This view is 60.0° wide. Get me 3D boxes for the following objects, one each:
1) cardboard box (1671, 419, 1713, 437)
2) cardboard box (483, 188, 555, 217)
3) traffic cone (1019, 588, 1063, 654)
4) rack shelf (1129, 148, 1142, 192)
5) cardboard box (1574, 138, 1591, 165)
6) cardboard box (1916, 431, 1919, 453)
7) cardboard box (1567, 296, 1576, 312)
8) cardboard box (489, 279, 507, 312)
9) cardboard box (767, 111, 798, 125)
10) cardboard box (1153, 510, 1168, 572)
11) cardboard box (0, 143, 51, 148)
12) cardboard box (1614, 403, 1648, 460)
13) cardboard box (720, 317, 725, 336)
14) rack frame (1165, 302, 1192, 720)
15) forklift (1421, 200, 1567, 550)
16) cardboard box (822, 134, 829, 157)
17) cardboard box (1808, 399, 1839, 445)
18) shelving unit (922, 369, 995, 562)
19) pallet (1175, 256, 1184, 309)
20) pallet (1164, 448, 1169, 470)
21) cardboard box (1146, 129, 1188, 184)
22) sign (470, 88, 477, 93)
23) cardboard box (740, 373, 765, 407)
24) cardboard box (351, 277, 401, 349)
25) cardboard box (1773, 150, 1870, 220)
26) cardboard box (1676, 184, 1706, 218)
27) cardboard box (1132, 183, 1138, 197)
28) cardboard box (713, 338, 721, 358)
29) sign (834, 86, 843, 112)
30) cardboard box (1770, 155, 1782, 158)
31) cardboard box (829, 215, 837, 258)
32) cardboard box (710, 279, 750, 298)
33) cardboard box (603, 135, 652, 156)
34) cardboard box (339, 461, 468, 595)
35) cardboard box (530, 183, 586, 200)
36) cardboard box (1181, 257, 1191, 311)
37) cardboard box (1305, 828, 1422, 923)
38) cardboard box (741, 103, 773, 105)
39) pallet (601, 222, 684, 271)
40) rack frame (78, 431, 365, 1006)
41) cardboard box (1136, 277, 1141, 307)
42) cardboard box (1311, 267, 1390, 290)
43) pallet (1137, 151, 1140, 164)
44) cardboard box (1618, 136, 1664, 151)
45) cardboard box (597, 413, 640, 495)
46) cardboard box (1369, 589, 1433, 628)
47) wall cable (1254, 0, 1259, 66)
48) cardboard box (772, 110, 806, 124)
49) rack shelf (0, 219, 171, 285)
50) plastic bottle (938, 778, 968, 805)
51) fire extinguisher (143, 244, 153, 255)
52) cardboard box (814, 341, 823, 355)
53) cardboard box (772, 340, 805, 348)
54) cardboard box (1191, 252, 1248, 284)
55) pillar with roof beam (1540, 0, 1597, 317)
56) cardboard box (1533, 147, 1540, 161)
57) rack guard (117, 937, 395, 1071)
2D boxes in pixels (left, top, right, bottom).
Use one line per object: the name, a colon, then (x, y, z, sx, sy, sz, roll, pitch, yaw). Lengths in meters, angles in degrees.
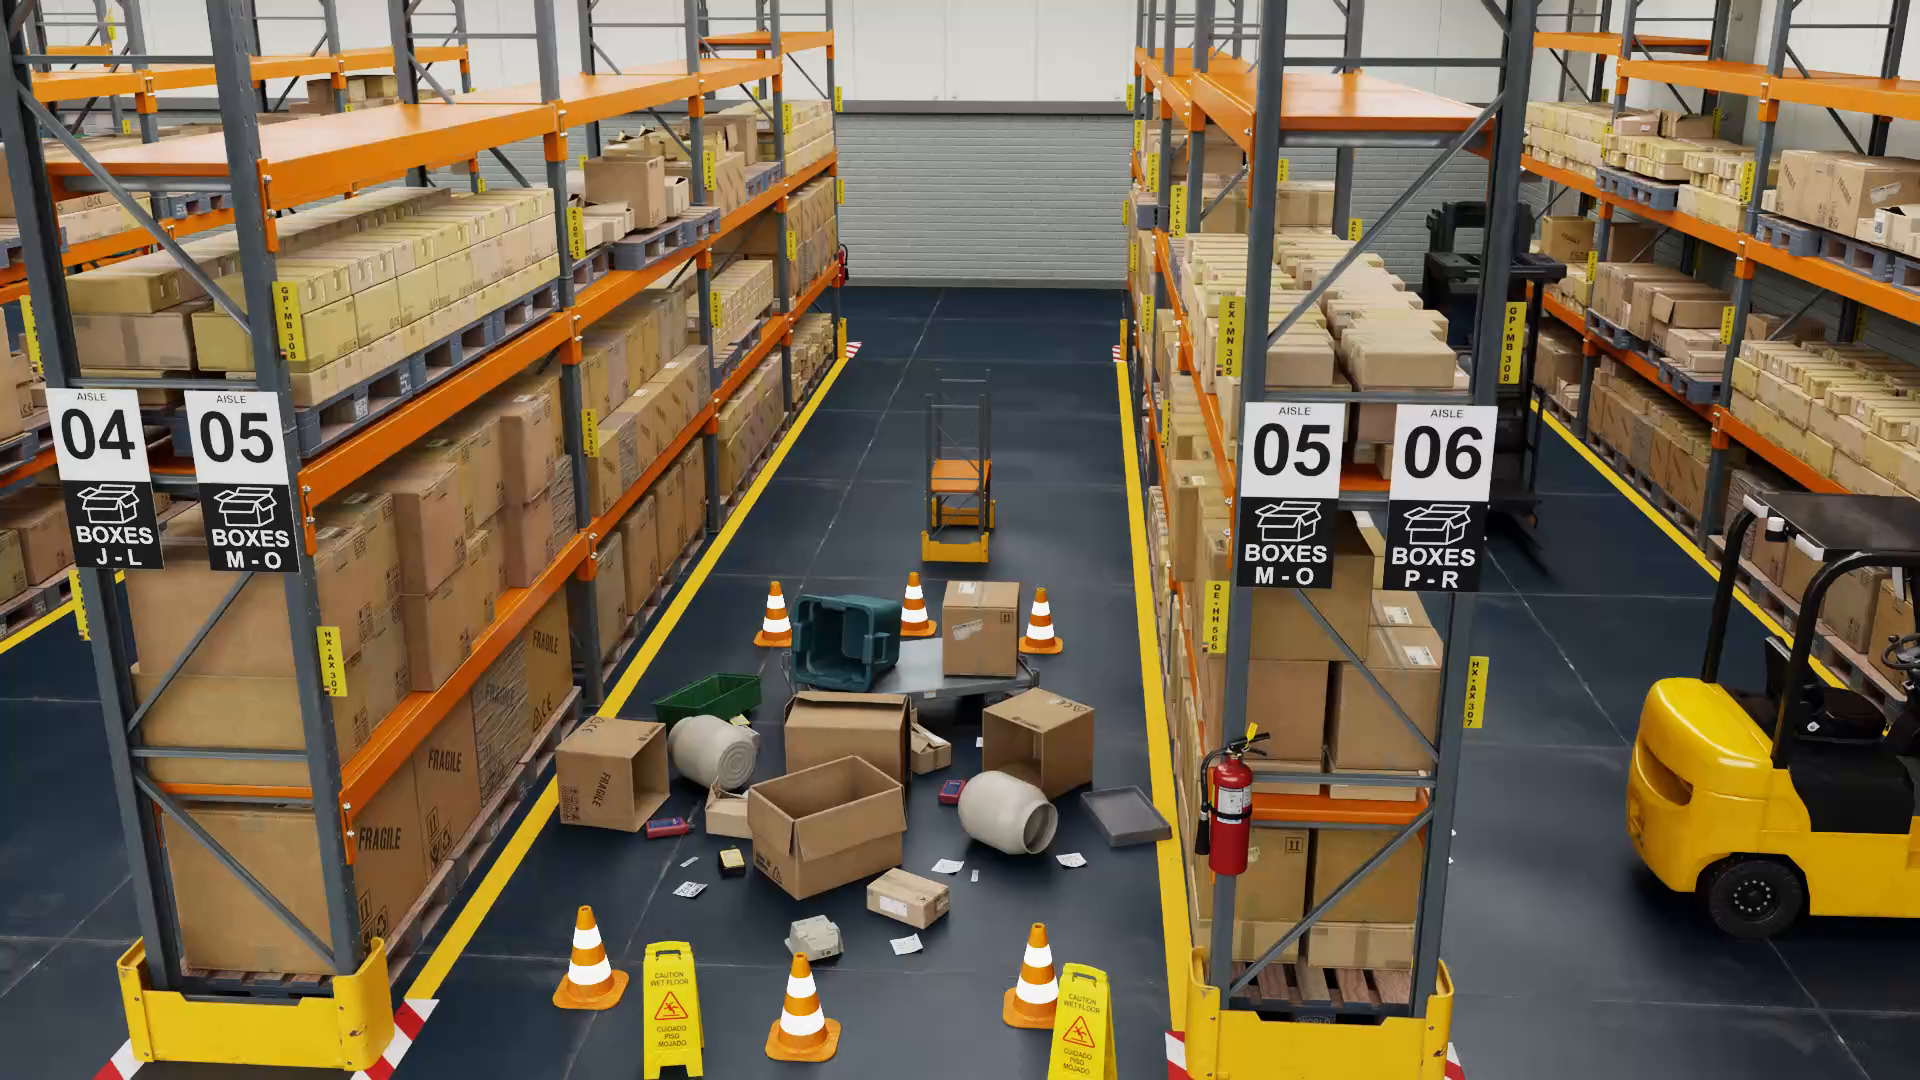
cardboard box: (7.062, -1.054, 15.947, 0.380, 0.149, 0.250, 2, 18, 6)
cardboard box: (-2.727, -2.085, 10.268, 0.380, 0.149, 0.250, 1, 18, 3)
traffic cone: (0.618, 0.594, 12.693, 0.336, 0.463, 0.334, 1, 18, 4)
rack shelf: (2.643, -4.384, 20.151, 1.077, 0.370, 4.000, 1, 18, 4)
cardboard box: (7.262, -4.383, 18.753, 0.500, 0.250, 0.500, 1, 18, 2)
cardboard box: (6.680, -0.633, 11.161, 0.380, 0.149, 0.250, 1, 18, 3)
cardboard box: (7.213, -2.718, 19.131, 0.380, 0.149, 0.250, 2, 18, 5)
cardboard box: (-2.799, -1.392, 9.431, 0.380, 0.149, 0.250, 2, 18, 5)
cardboard box: (-2.106, -4.948, 19.515, 0.380, 0.149, 0.250, 1, 18, 2)
cardboard box: (2.117, 0.017, 13.928, 0.950, 0.372, 0.625, 1, 18, 3)
cardboard box: (-8.002, -3.071, 14.025, 0.500, 0.500, 0.500, 1, 18, 4)
cardboard box: (7.123, -1.116, 17.178, 0.500, 0.500, 0.500, 1, 18, 2)
cardboard box: (-2.464, -2.051, 15.943, 0.380, 0.149, 0.250, 1, 18, 2)
rack frame: (1.926, -0.195, 11.028, 1.000, 3.000, 0.127, 1, 18, 4)
forklift: (4.819, -1.578, 15.359, 1.130, 2.935, 3.031, 1, 18, 3)
cardboard box: (-1.957, -5.049, 21.266, 0.500, 0.250, 0.500, 1, 18, 4)
cardboard box: (6.784, -0.885, 12.571, 0.500, 0.250, 0.500, 2, 18, 5)
shelving unit: (-0.005, -0.689, 14.944, 0.587, 1.500, 1.083, 1, 18, 4)
pallet: (2.076, -1.720, 11.168, 1.213, 0.211, 1.003, 1, 18, 4)
pallet: (2.111, -0.730, 12.970, 1.003, 0.211, 1.213, 1, 18, 4)
cardboard box: (2.050, -3.664, 15.961, 0.500, 0.500, 0.500, 1, 18, 4)
sign: (-6.558, -5.935, 22.434, 0.100, 0.325, 0.005, 1, 18, 4)
cardboard box: (-2.320, -1.566, 17.347, 0.500, 0.250, 0.500, 0, 18, 1)
cardboard box: (-2.980, -1.076, 7.828, 0.500, 0.250, 0.500, 1, 18, 3)
cardboard box: (6.869, -2.828, 13.251, 0.500, 0.500, 0.500, 1, 18, 4)
cardboard box: (7.029, -3.158, 15.494, 0.500, 0.250, 0.500, 1, 18, 4)
cardboard box: (2.404, -4.488, 21.320, 0.380, 0.149, 0.250, 2, 18, 6)
cardboard box: (-2.479, -1.814, 15.699, 0.380, 0.149, 0.250, 2, 18, 7)
sign: (-1.606, -5.829, 21.981, 0.100, 0.325, 0.005, 1, 18, 4)
cardboard box: (7.530, -3.438, 15.230, 0.380, 0.149, 0.250, 1, 18, 4)
cardboard box: (-1.934, -4.045, 22.138, 0.500, 0.500, 0.500, 2, 18, 5)
cardboard box: (-2.374, -2.588, 17.104, 0.380, 0.149, 0.250, 0, 18, 1)
cardboard box: (-2.962, -3.485, 14.860, 0.396, 0.266, 0.258, 1, 18, 4)
cardboard box: (-3.117, -0.074, 8.684, 0.875, 0.550, 0.550, 1, 18, 4)
cardboard box: (-3.076, -2.612, 12.894, 0.500, 0.311, 0.500, 1, 18, 3)
cardboard box: (1.621, -1.560, 10.139, 0.500, 0.250, 0.500, 1, 18, 3)
cardboard box: (1.974, 1.546, 8.251, 0.500, 0.500, 0.500, 1, 18, 2)
cardboard box: (-2.556, -5.450, 21.045, 0.380, 0.149, 0.250, 2, 18, 5)
pallet: (-2.803, -2.304, 12.949, 1.003, 0.211, 1.213, 2, 18, 6)
rack frame: (-3.306, 0.968, 7.478, 1.000, 3.000, 0.127, 1, 18, 4)
cardboard box: (2.186, -2.716, 18.158, 0.500, 0.250, 0.500, 1, 18, 2)
cardboard box: (2.095, -1.372, 8.926, 0.380, 0.149, 0.250, 1, 18, 5)
pallet: (2.658, -4.695, 20.085, 1.003, 0.211, 1.213, 1, 18, 4)
cardboard box: (7.043, -4.097, 17.210, 0.380, 0.149, 0.250, 2, 18, 5)
cardboard box: (-2.677, -0.636, 12.212, 0.500, 0.500, 0.500, 1, 18, 4)
cardboard box: (1.983, 0.557, 8.096, 0.500, 0.500, 0.500, 2, 18, 6)
wall cable: (3.663, -8.528, 26.825, 2.355, 3.000, 0.029, 1, 18, 4)
cardboard box: (-2.041, -5.032, 19.770, 0.380, 0.149, 0.250, 2, 18, 7)
rack shelf: (-7.815, -2.121, 13.243, 1.077, 0.370, 4.000, 1, 18, 4)
plastic bottle: (-0.037, 1.560, 10.390, 0.133, 0.061, 0.283, 4, 19, 13)
fire extinguisher: (-11.575, -4.076, 23.596, 0.296, 0.674, 0.183, 1, 18, 4)
cardboard box: (-1.972, -2.494, 21.471, 0.380, 0.149, 0.250, 2, 18, 5)
cardboard box: (-2.133, -2.398, 20.699, 0.380, 0.149, 0.250, 1, 18, 2)
cardboard box: (1.515, -1.545, 9.454, 0.380, 0.149, 0.250, 1, 18, 4)
pillar with roof beam: (4.536, -7.576, 23.921, 9.100, 9.000, 0.400, 1, 18, 4)
cardboard box: (7.334, -4.788, 20.631, 0.380, 0.149, 0.250, 2, 18, 5)
rack guard: (-3.307, 2.164, 7.844, 1.175, 0.500, 0.348, 1, 18, 4)
